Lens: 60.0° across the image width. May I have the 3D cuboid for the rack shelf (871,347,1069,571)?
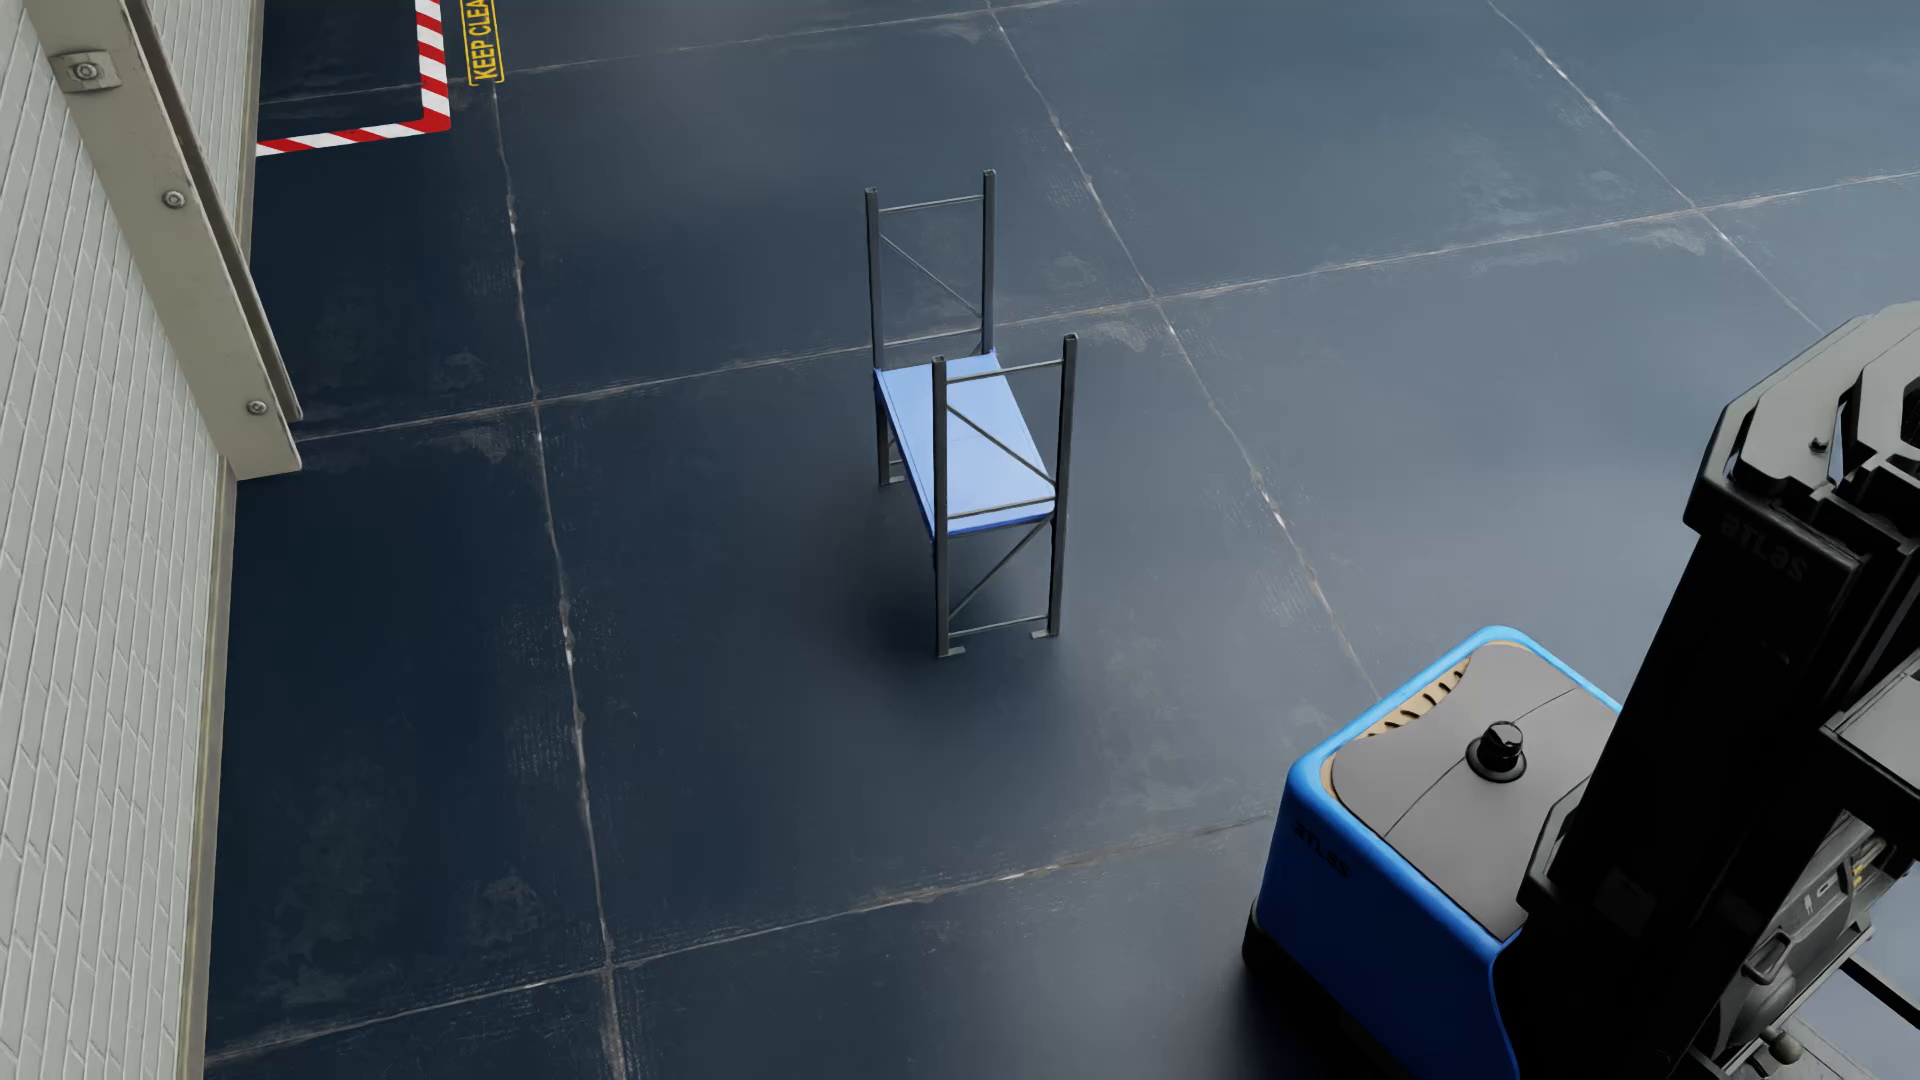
[{"bbox_3d":[0.022,-0.340,6.536,0.538,0.185,1.000,-11,47,-10],"label":"rack shelf"}]

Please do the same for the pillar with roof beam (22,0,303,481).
[{"bbox_3d":[1.070,-4.354,4.967,9.100,9.000,0.400,-11,47,-10],"label":"pillar with roof beam"}]

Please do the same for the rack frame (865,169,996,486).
[{"bbox_3d":[-0.108,-0.817,6.751,0.500,1.500,0.032,-11,47,-10],"label":"rack frame"}]

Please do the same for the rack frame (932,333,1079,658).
[{"bbox_3d":[0.152,-0.115,6.063,0.500,1.500,0.032,-11,47,-10],"label":"rack frame"}]

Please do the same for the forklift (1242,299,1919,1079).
[{"bbox_3d":[2.246,1.011,3.958,1.130,2.935,3.031,-29,52,-26],"label":"forklift"}]

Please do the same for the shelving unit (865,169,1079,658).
[{"bbox_3d":[0.022,-0.466,6.407,0.538,1.500,1.048,-11,47,-10],"label":"shelving unit"}]
